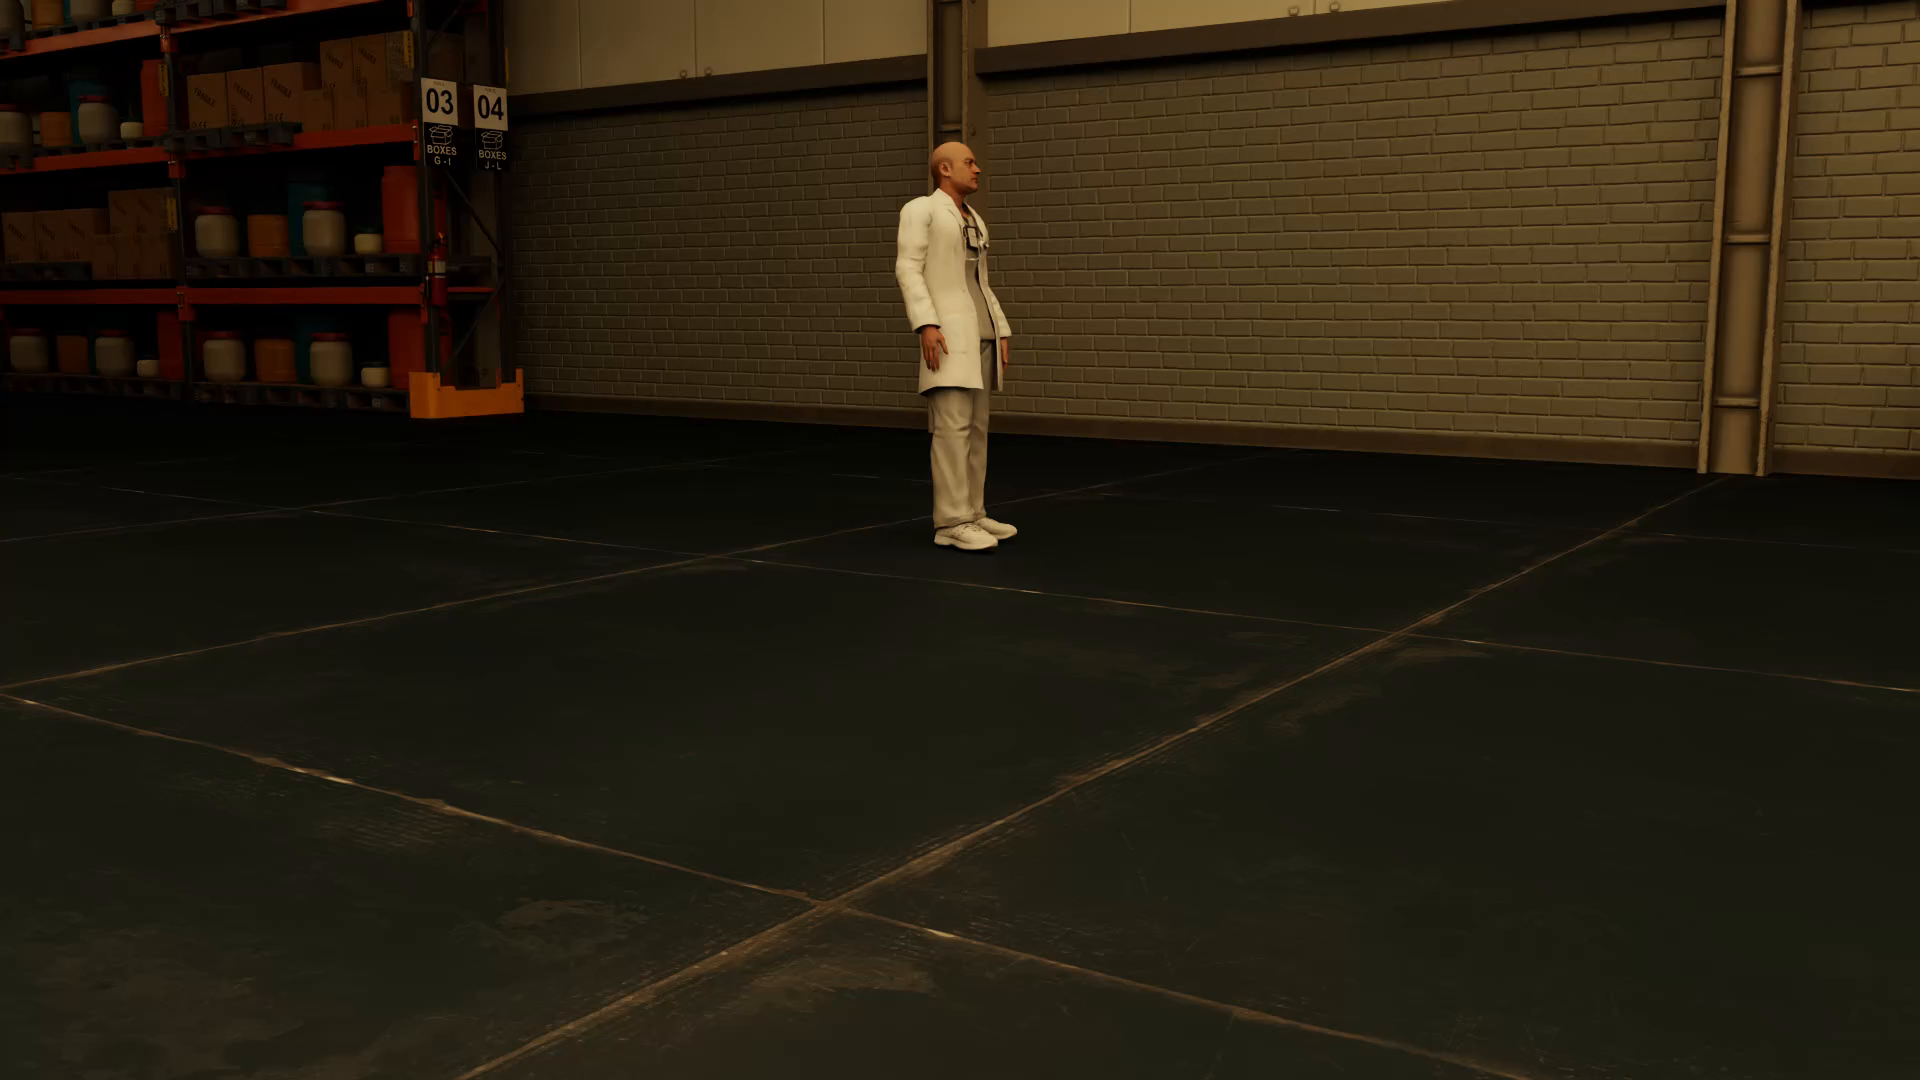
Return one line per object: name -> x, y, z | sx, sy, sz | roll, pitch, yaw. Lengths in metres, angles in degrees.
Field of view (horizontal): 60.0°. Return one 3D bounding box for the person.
person -> 0.072, -0.879, 7.424 | 0.581, 1.775, 0.696 | 5, 10, 34
